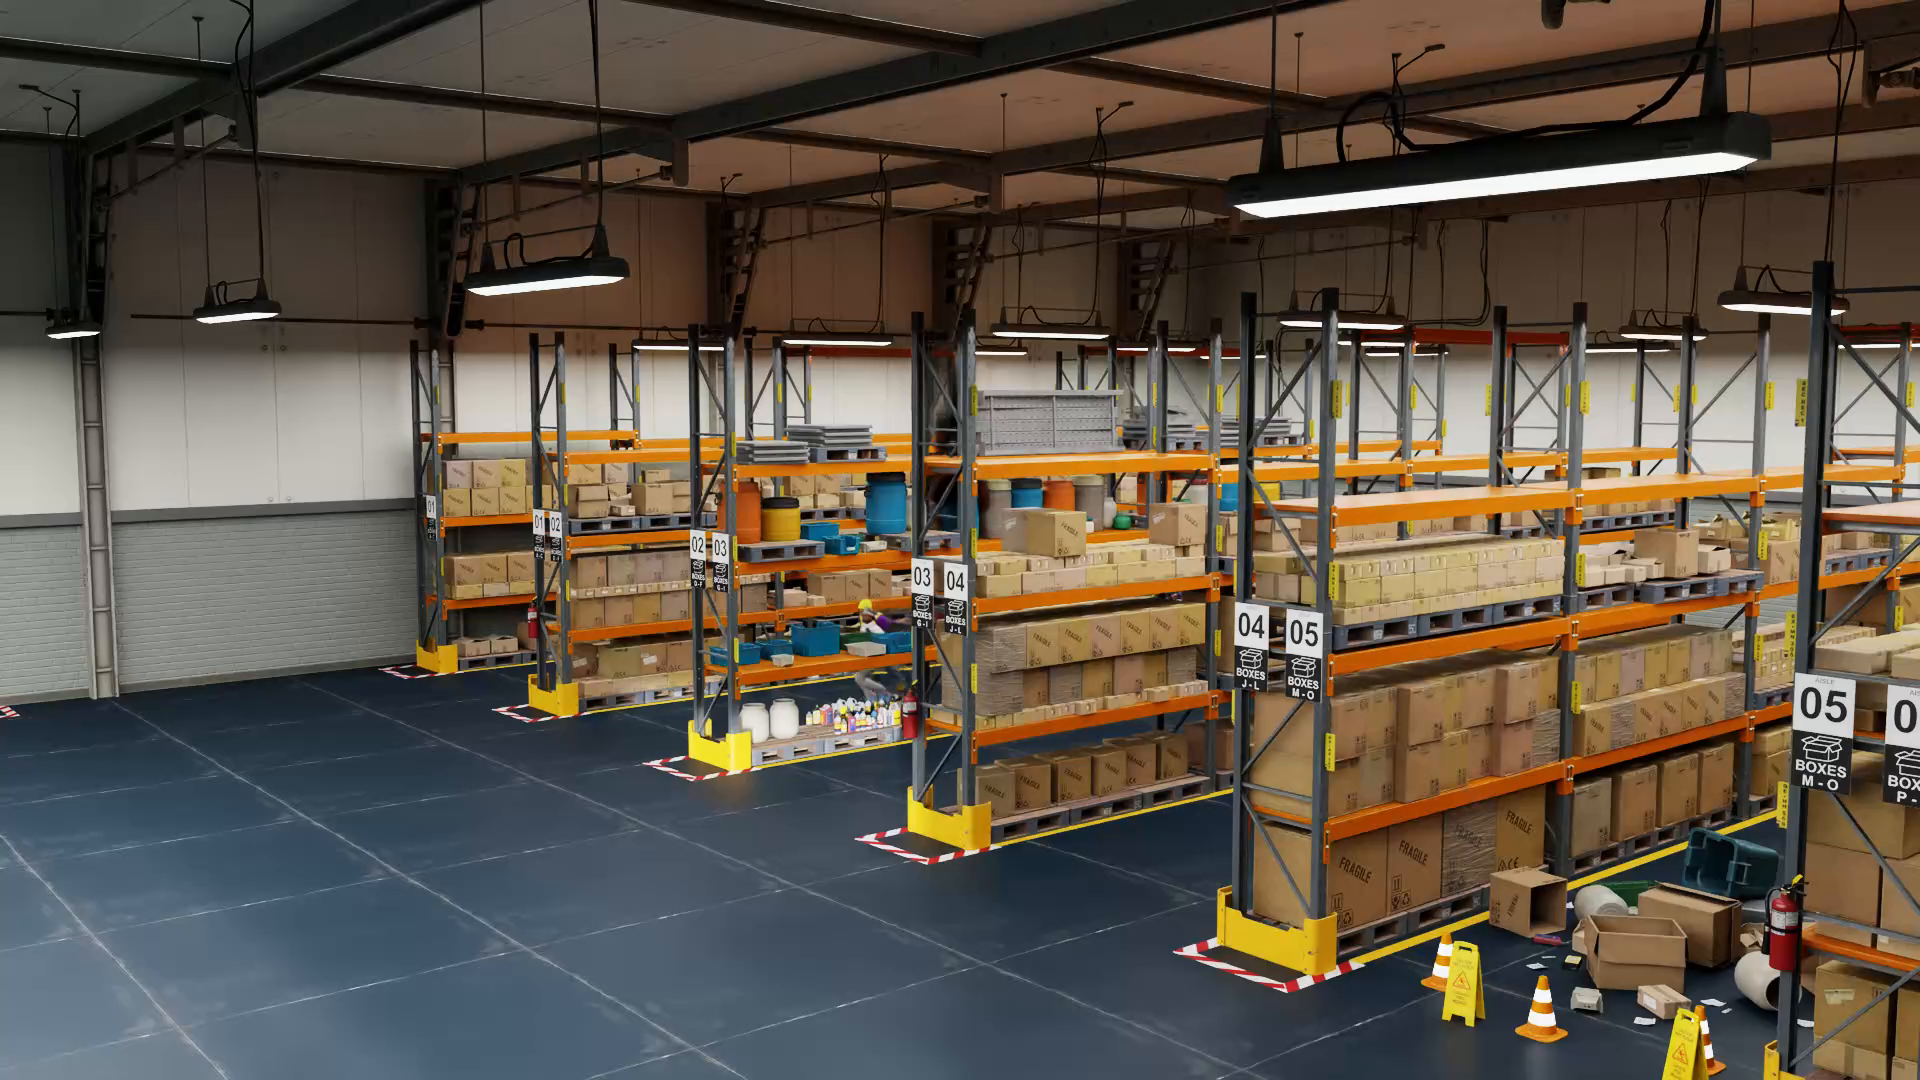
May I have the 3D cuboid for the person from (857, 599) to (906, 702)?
[{"bbox_3d":[-1.312,1.799,27.595,1.061,1.715,0.746,-5,7,-45],"label":"person"}]

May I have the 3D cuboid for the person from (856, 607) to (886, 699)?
[{"bbox_3d":[-1.490,1.889,26.572,0.554,1.656,0.569,-3,6,-33],"label":"person"}]
